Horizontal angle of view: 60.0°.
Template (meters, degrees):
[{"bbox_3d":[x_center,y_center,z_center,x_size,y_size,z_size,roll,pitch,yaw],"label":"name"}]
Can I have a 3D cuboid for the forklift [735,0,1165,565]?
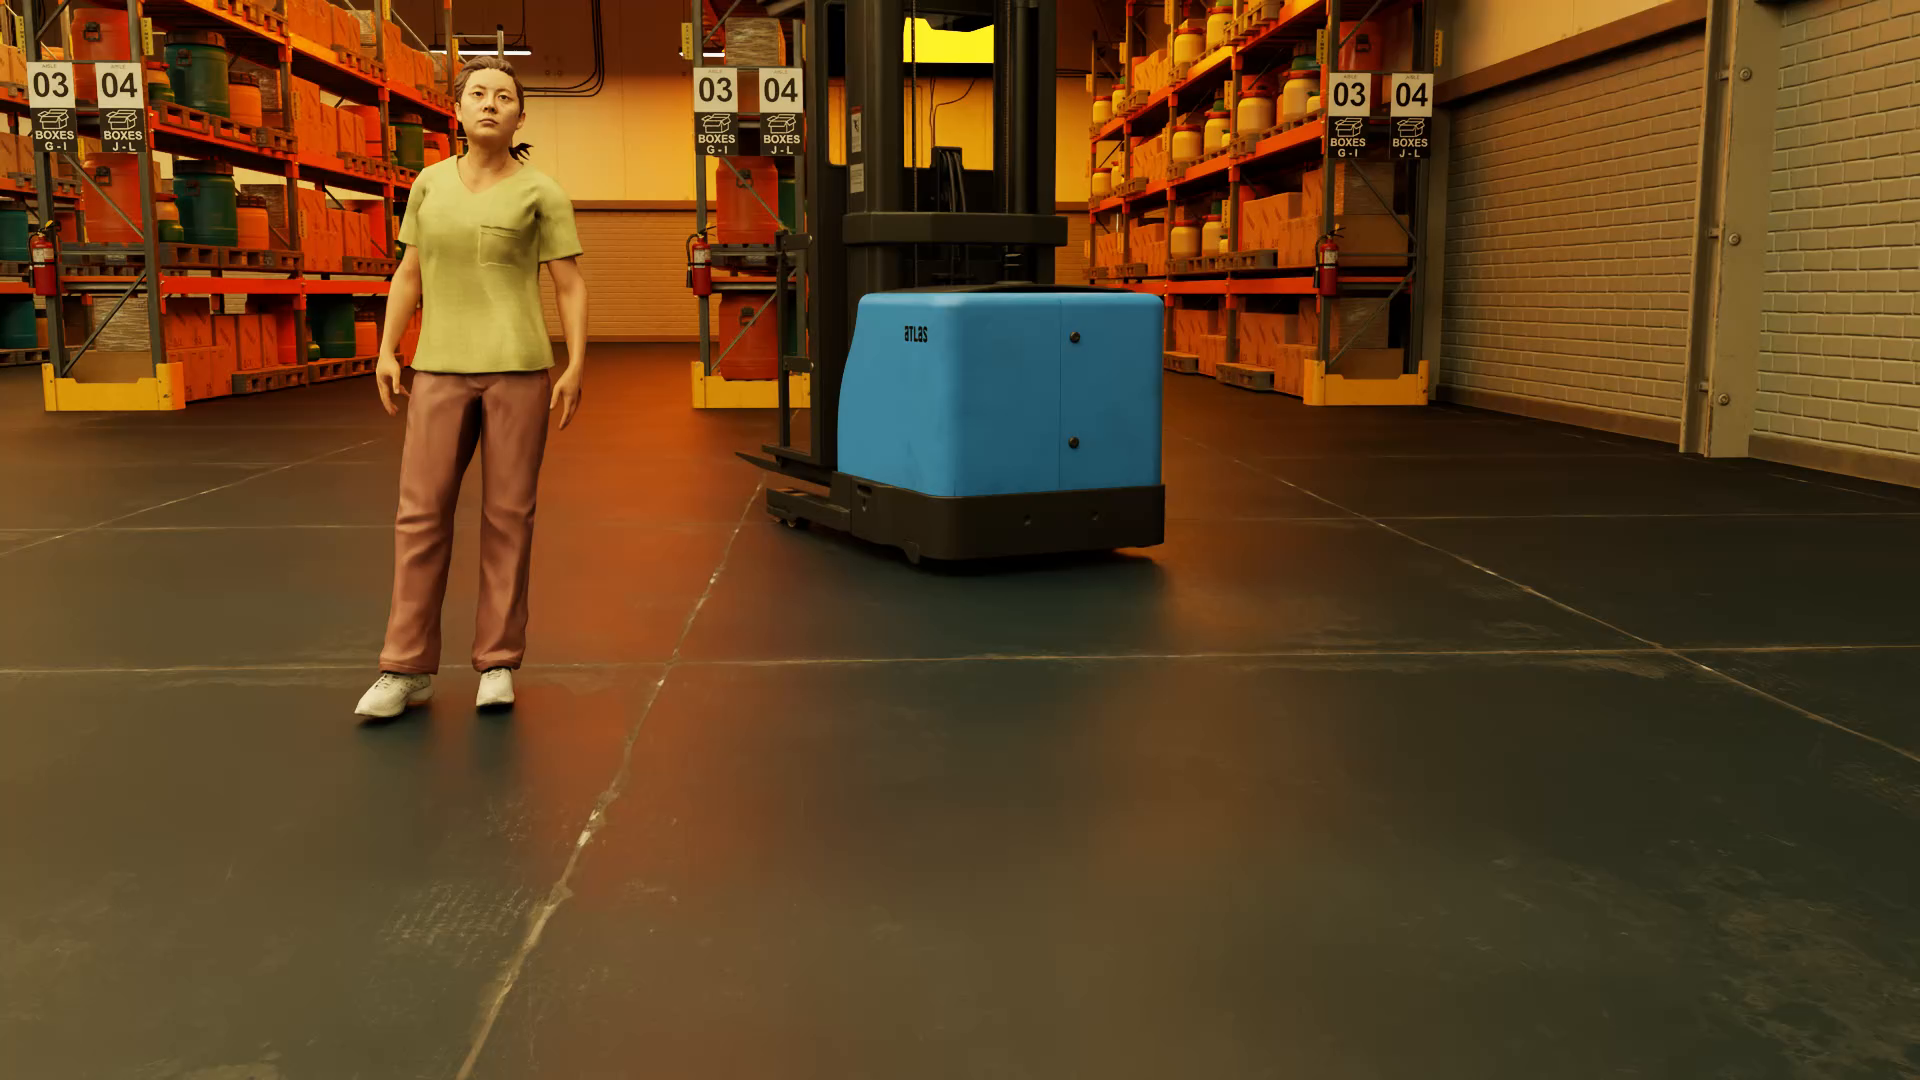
[{"bbox_3d":[-0.264,-1.530,7.637,1.130,2.935,3.031,-4,9,-25],"label":"forklift"}]

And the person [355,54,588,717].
[{"bbox_3d":[-1.257,-0.408,4.302,0.553,1.673,0.548,0,8,-2],"label":"person"}]
